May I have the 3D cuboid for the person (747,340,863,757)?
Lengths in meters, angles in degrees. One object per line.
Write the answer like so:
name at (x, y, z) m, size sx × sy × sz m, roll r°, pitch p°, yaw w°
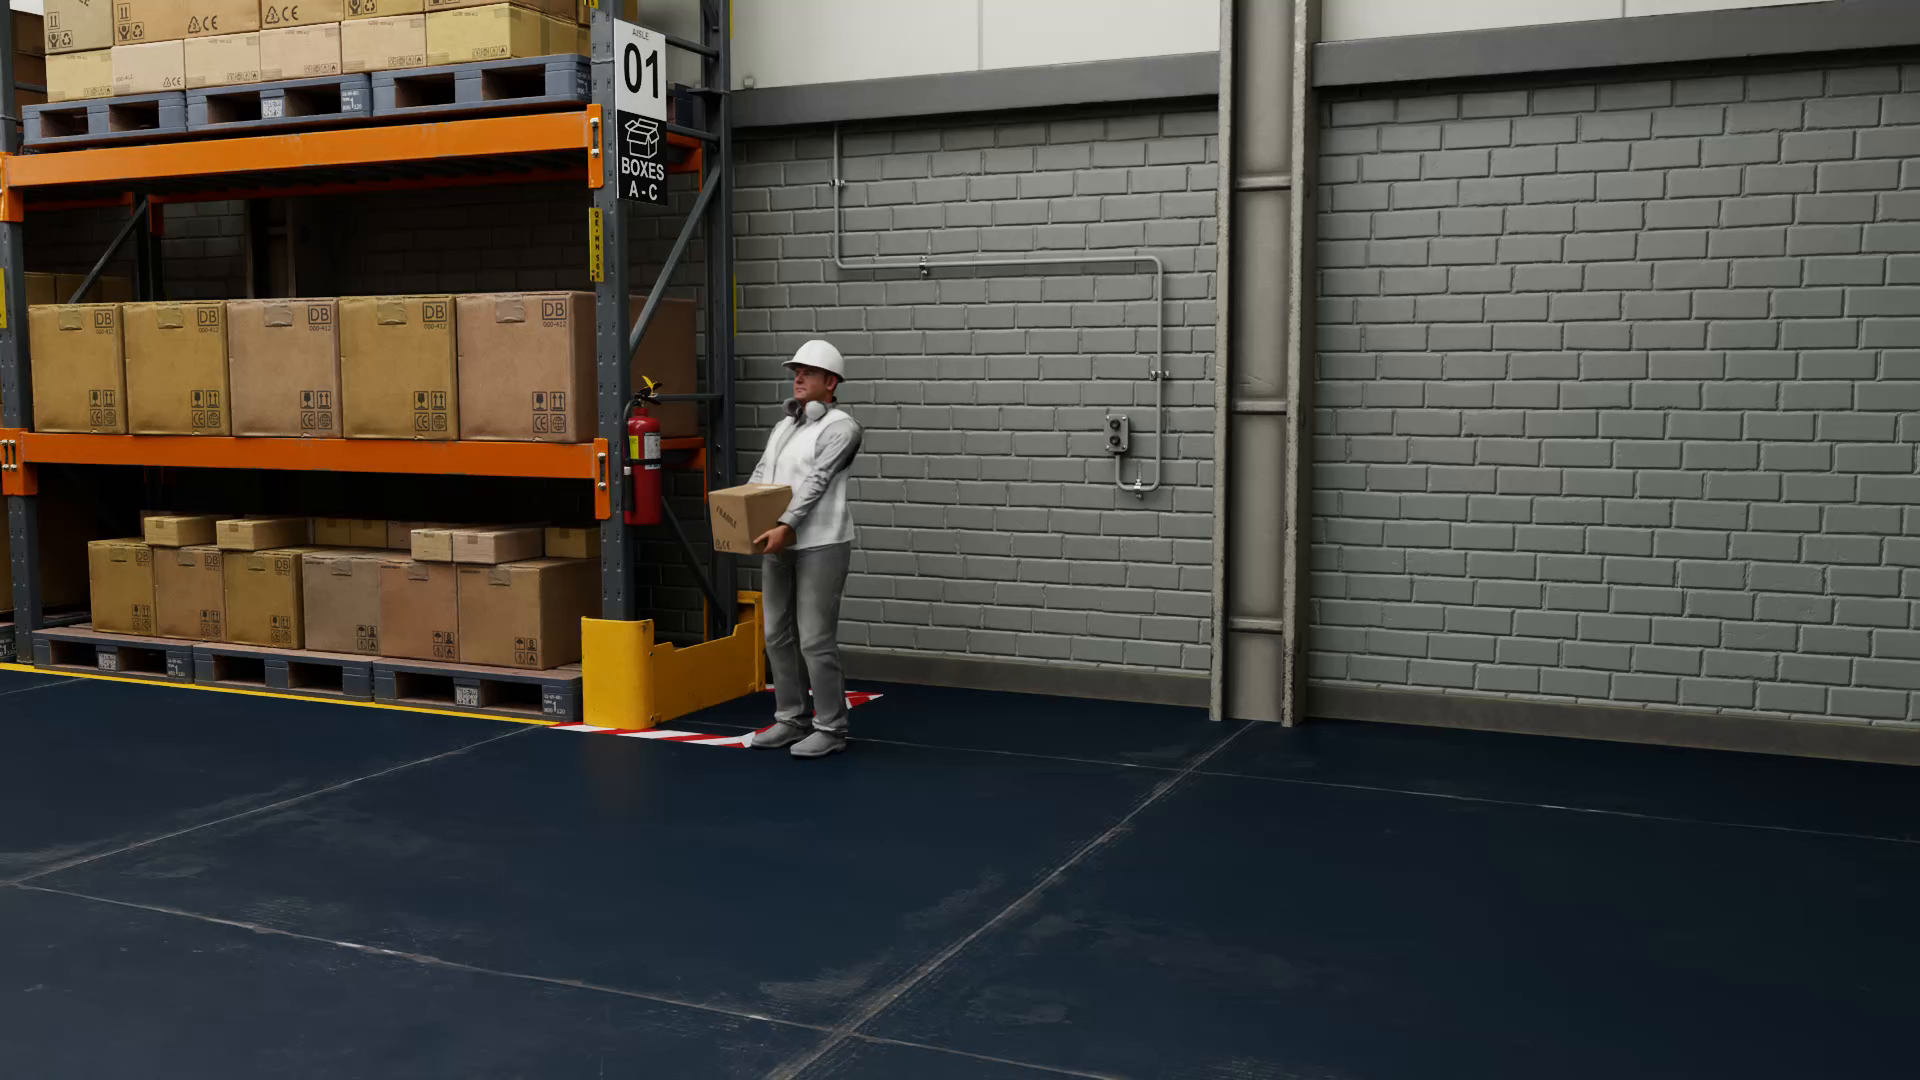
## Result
person at (-0.722, 0.034, 7.078) m, size 0.557 × 1.763 × 0.494 m, roll -5°, pitch 8°, yaw -44°
